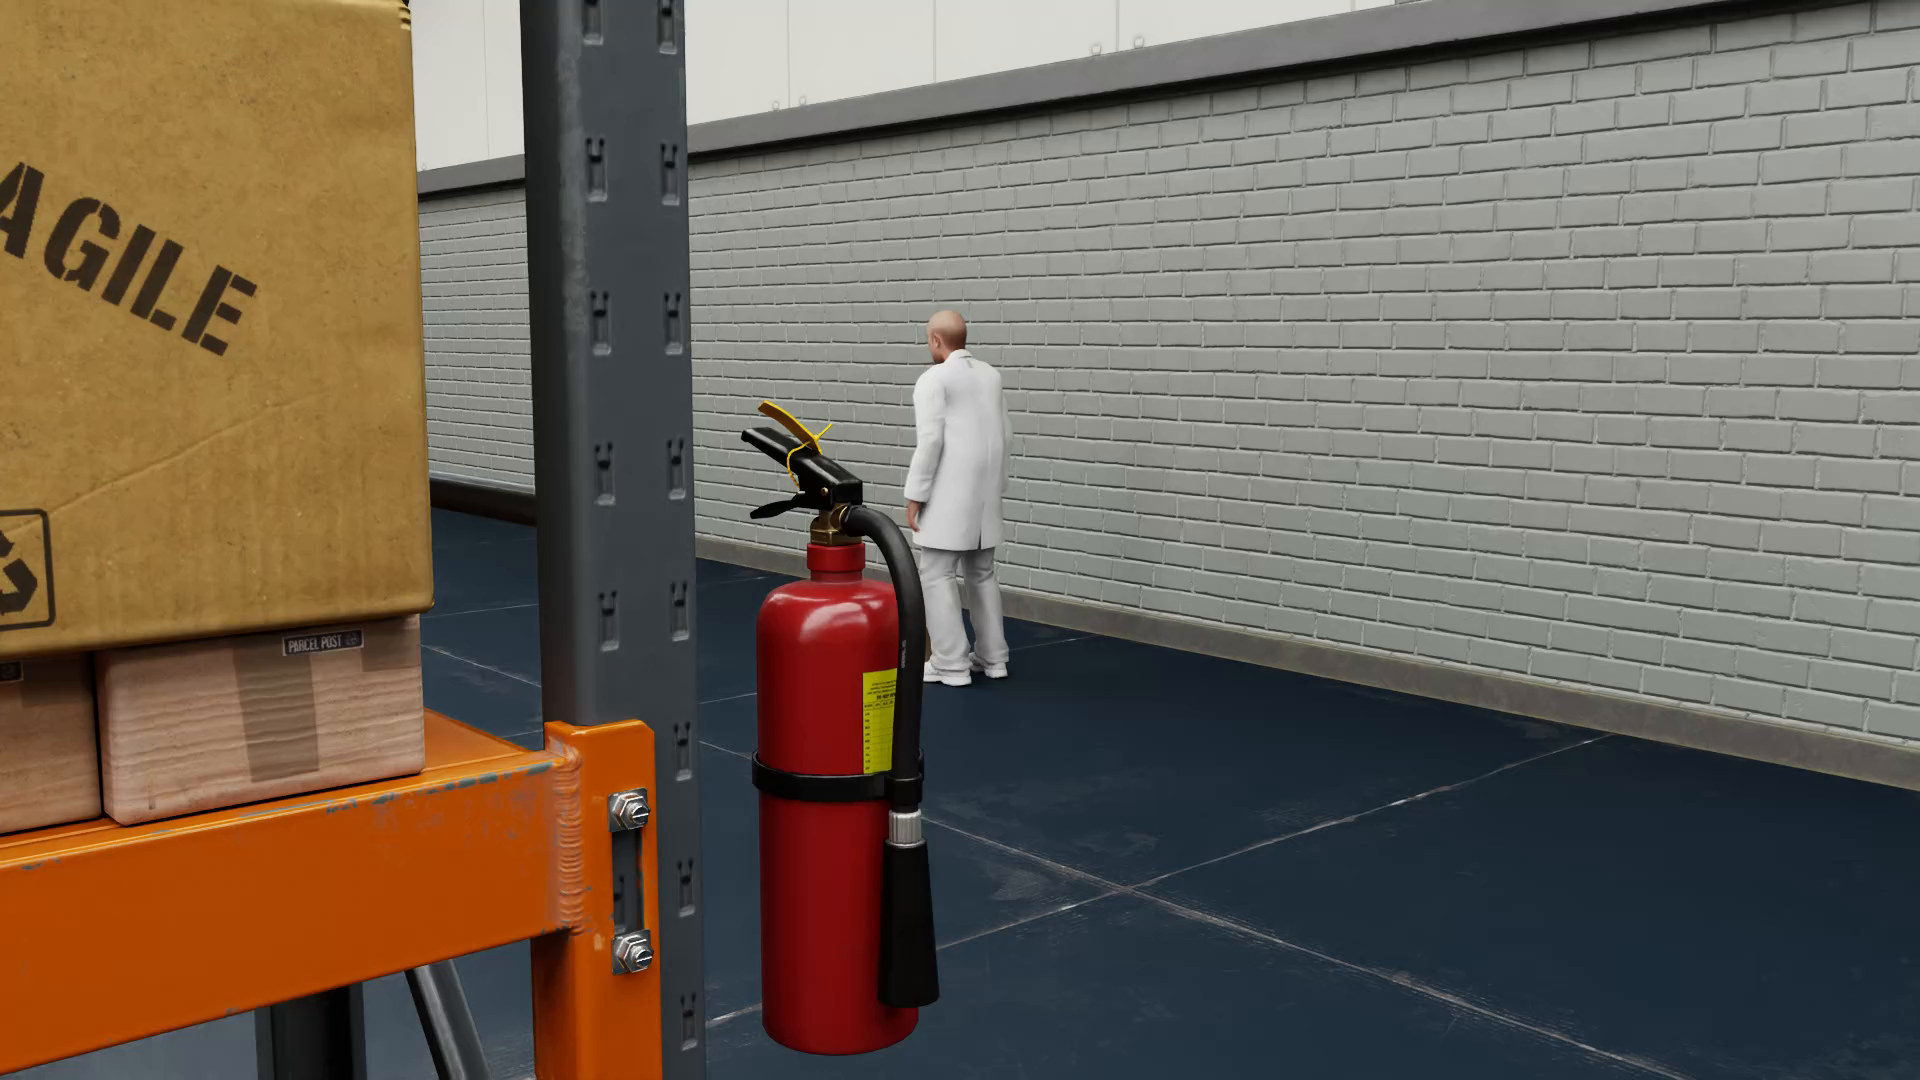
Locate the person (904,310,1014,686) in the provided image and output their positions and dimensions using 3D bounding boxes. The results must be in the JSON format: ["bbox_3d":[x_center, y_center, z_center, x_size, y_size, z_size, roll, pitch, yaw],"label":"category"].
[{"bbox_3d":[-0.013,-0.205,7.945,0.653,1.774,0.424,-7,10,-44],"label":"person"}]
